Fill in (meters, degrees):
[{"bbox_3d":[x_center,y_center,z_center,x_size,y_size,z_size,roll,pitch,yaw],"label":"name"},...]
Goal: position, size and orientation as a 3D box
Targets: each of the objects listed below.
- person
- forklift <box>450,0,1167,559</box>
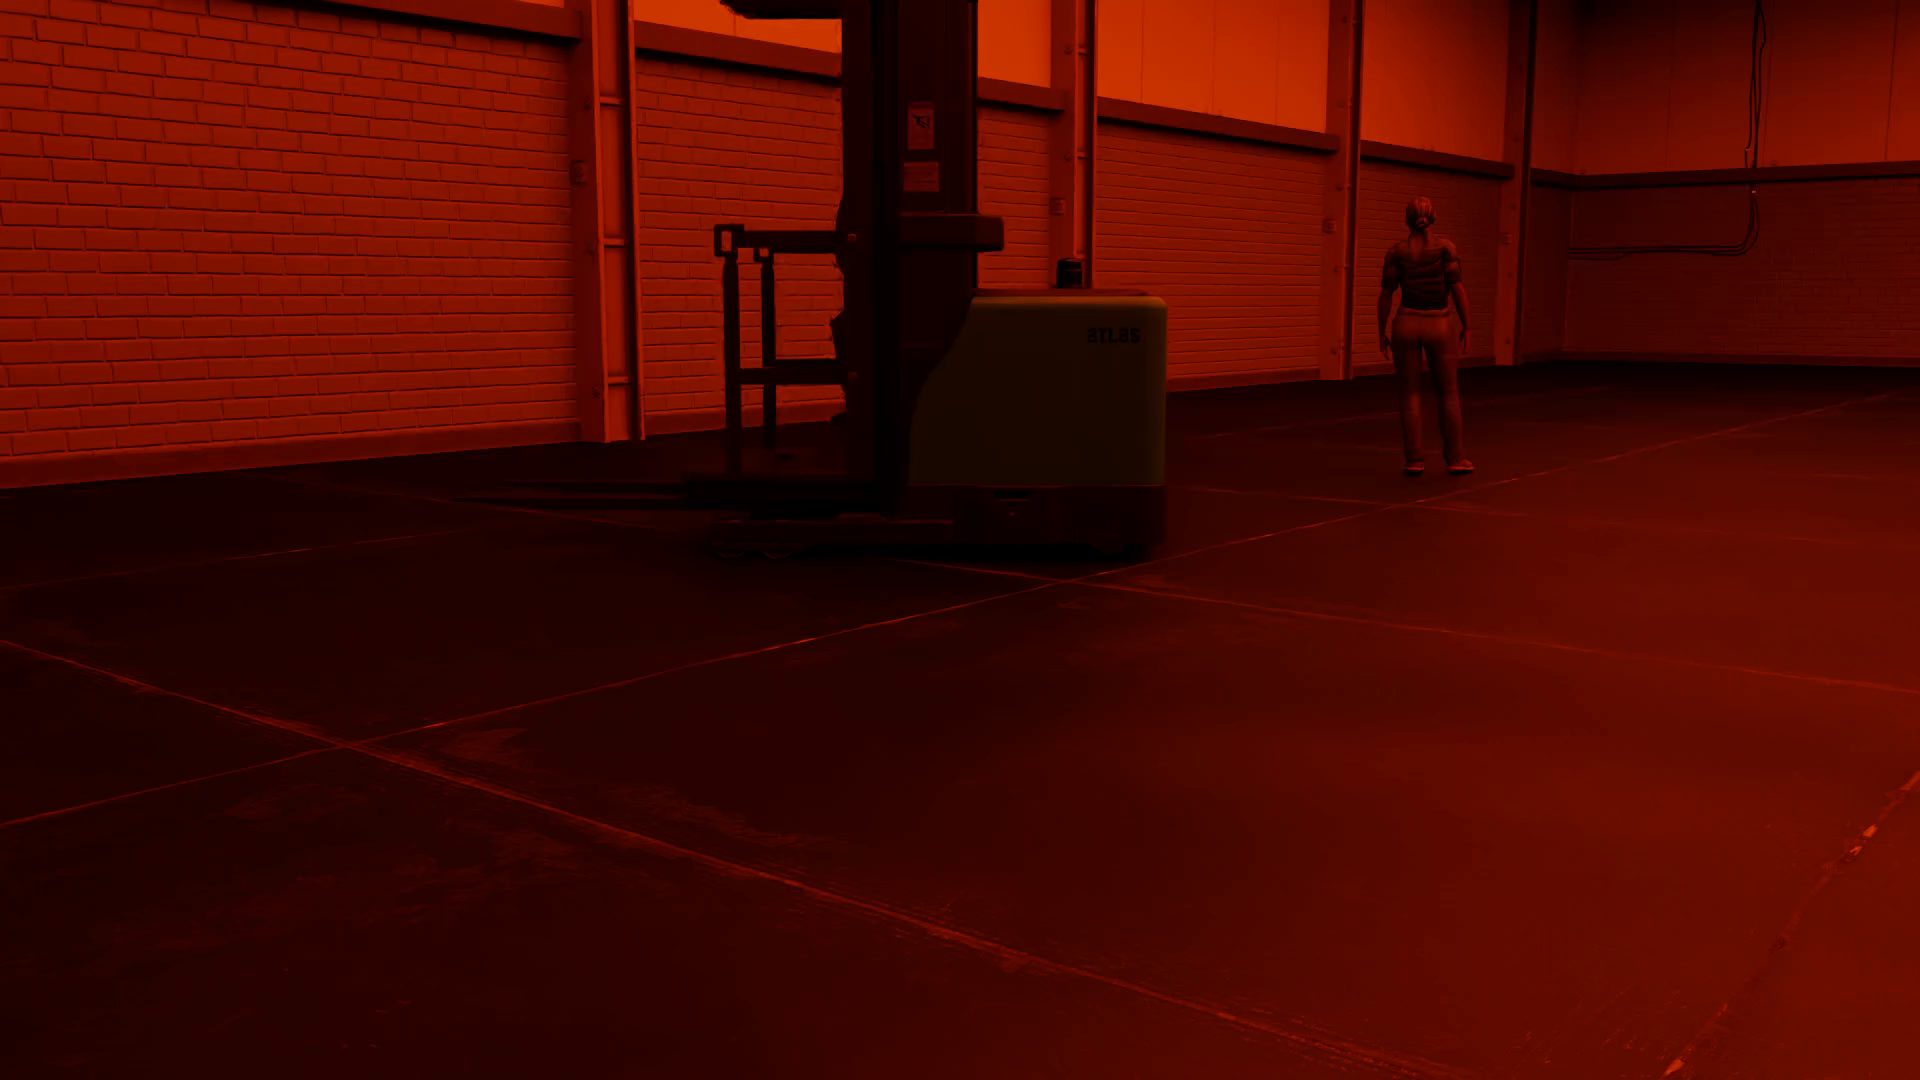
[{"bbox_3d":[2.837,-1.238,10.097,0.569,1.654,0.504,4,9,23],"label":"person"},{"bbox_3d":[-0.645,-1.446,7.166,3.031,2.935,1.130,0,8,2],"label":"forklift"}]
